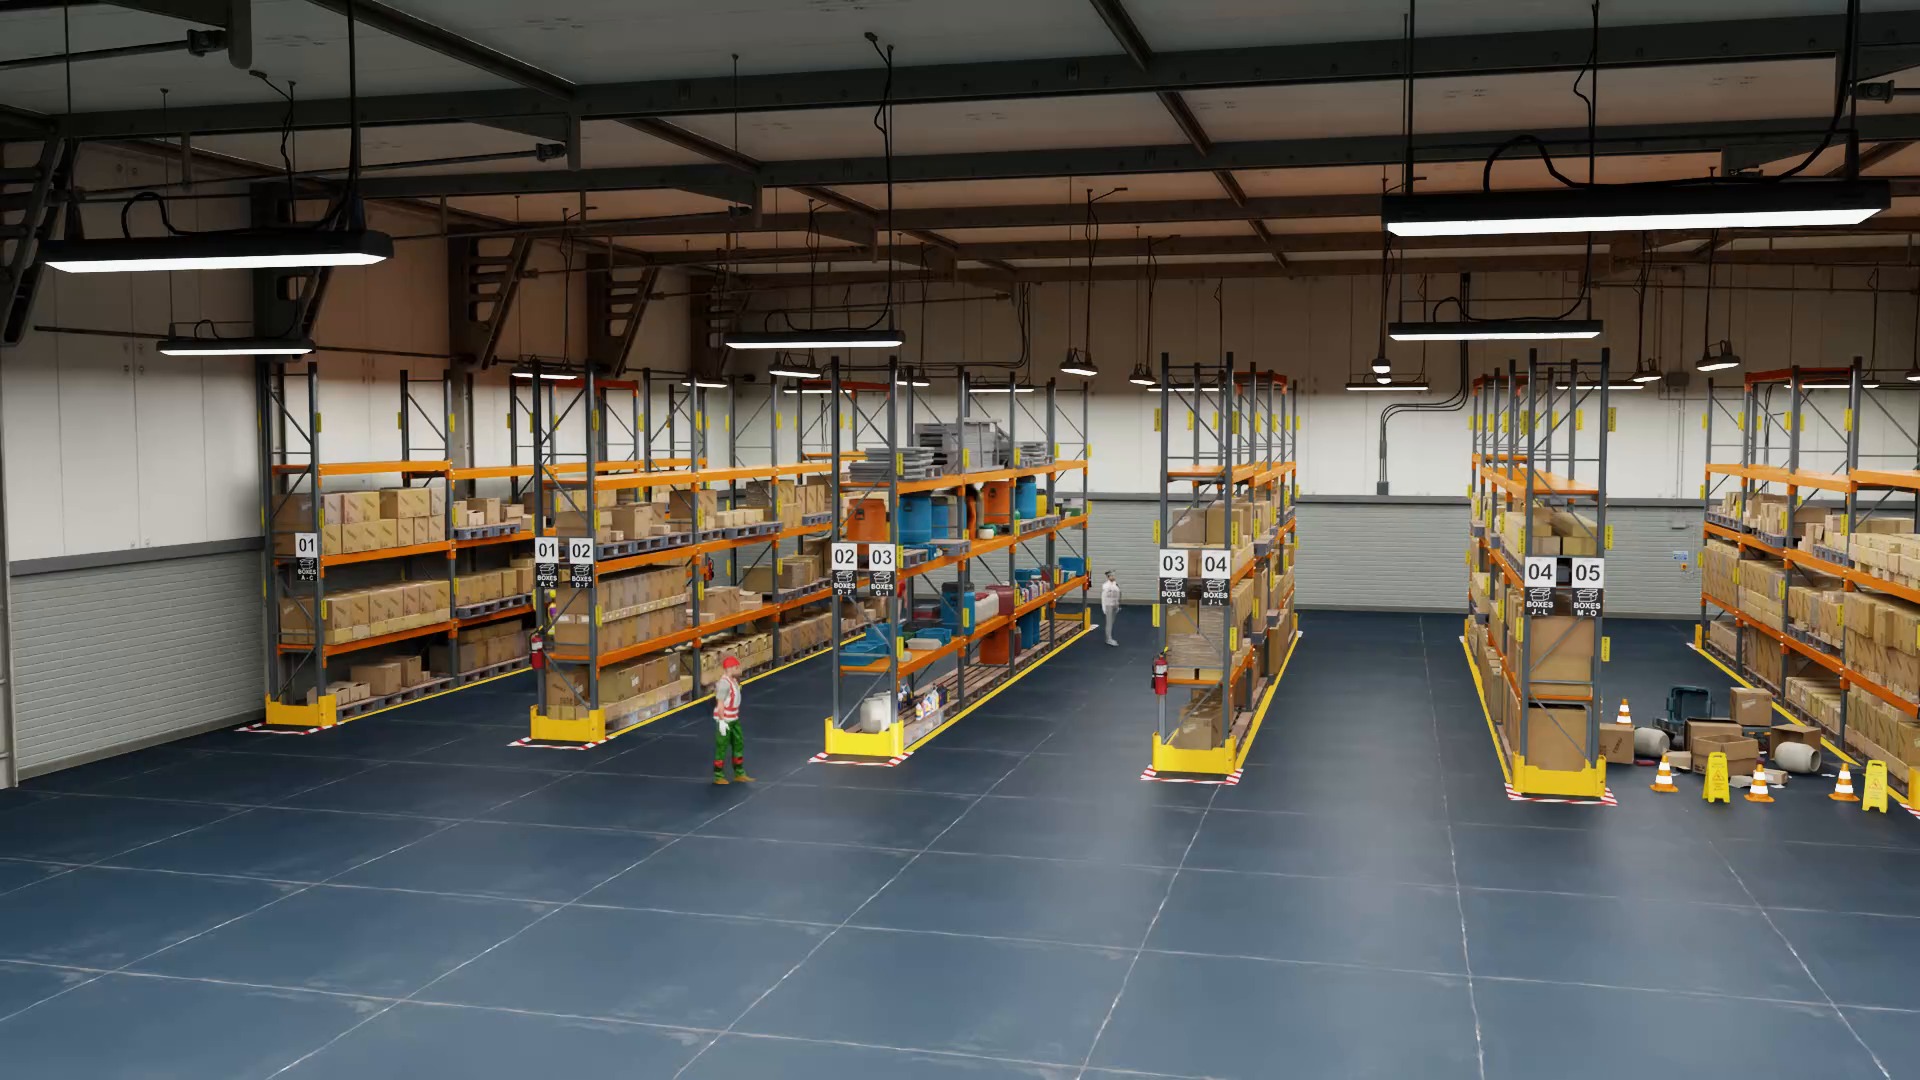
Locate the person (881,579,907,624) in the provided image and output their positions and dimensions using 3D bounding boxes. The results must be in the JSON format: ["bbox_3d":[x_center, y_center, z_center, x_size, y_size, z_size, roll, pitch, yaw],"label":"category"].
[{"bbox_3d":[-1.550,1.462,38.409,0.552,1.680,1.032,1,4,19],"label":"person"}]

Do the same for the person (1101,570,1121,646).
[{"bbox_3d":[3.482,1.518,37.692,0.517,1.702,0.520,-4,6,-43],"label":"person"}]

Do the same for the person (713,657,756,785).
[{"bbox_3d":[-3.175,2.507,23.005,0.512,1.791,0.663,1,4,16],"label":"person"}]

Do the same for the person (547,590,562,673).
[{"bbox_3d":[-7.790,1.840,32.269,0.475,1.774,0.590,-3,5,-38],"label":"person"}]
